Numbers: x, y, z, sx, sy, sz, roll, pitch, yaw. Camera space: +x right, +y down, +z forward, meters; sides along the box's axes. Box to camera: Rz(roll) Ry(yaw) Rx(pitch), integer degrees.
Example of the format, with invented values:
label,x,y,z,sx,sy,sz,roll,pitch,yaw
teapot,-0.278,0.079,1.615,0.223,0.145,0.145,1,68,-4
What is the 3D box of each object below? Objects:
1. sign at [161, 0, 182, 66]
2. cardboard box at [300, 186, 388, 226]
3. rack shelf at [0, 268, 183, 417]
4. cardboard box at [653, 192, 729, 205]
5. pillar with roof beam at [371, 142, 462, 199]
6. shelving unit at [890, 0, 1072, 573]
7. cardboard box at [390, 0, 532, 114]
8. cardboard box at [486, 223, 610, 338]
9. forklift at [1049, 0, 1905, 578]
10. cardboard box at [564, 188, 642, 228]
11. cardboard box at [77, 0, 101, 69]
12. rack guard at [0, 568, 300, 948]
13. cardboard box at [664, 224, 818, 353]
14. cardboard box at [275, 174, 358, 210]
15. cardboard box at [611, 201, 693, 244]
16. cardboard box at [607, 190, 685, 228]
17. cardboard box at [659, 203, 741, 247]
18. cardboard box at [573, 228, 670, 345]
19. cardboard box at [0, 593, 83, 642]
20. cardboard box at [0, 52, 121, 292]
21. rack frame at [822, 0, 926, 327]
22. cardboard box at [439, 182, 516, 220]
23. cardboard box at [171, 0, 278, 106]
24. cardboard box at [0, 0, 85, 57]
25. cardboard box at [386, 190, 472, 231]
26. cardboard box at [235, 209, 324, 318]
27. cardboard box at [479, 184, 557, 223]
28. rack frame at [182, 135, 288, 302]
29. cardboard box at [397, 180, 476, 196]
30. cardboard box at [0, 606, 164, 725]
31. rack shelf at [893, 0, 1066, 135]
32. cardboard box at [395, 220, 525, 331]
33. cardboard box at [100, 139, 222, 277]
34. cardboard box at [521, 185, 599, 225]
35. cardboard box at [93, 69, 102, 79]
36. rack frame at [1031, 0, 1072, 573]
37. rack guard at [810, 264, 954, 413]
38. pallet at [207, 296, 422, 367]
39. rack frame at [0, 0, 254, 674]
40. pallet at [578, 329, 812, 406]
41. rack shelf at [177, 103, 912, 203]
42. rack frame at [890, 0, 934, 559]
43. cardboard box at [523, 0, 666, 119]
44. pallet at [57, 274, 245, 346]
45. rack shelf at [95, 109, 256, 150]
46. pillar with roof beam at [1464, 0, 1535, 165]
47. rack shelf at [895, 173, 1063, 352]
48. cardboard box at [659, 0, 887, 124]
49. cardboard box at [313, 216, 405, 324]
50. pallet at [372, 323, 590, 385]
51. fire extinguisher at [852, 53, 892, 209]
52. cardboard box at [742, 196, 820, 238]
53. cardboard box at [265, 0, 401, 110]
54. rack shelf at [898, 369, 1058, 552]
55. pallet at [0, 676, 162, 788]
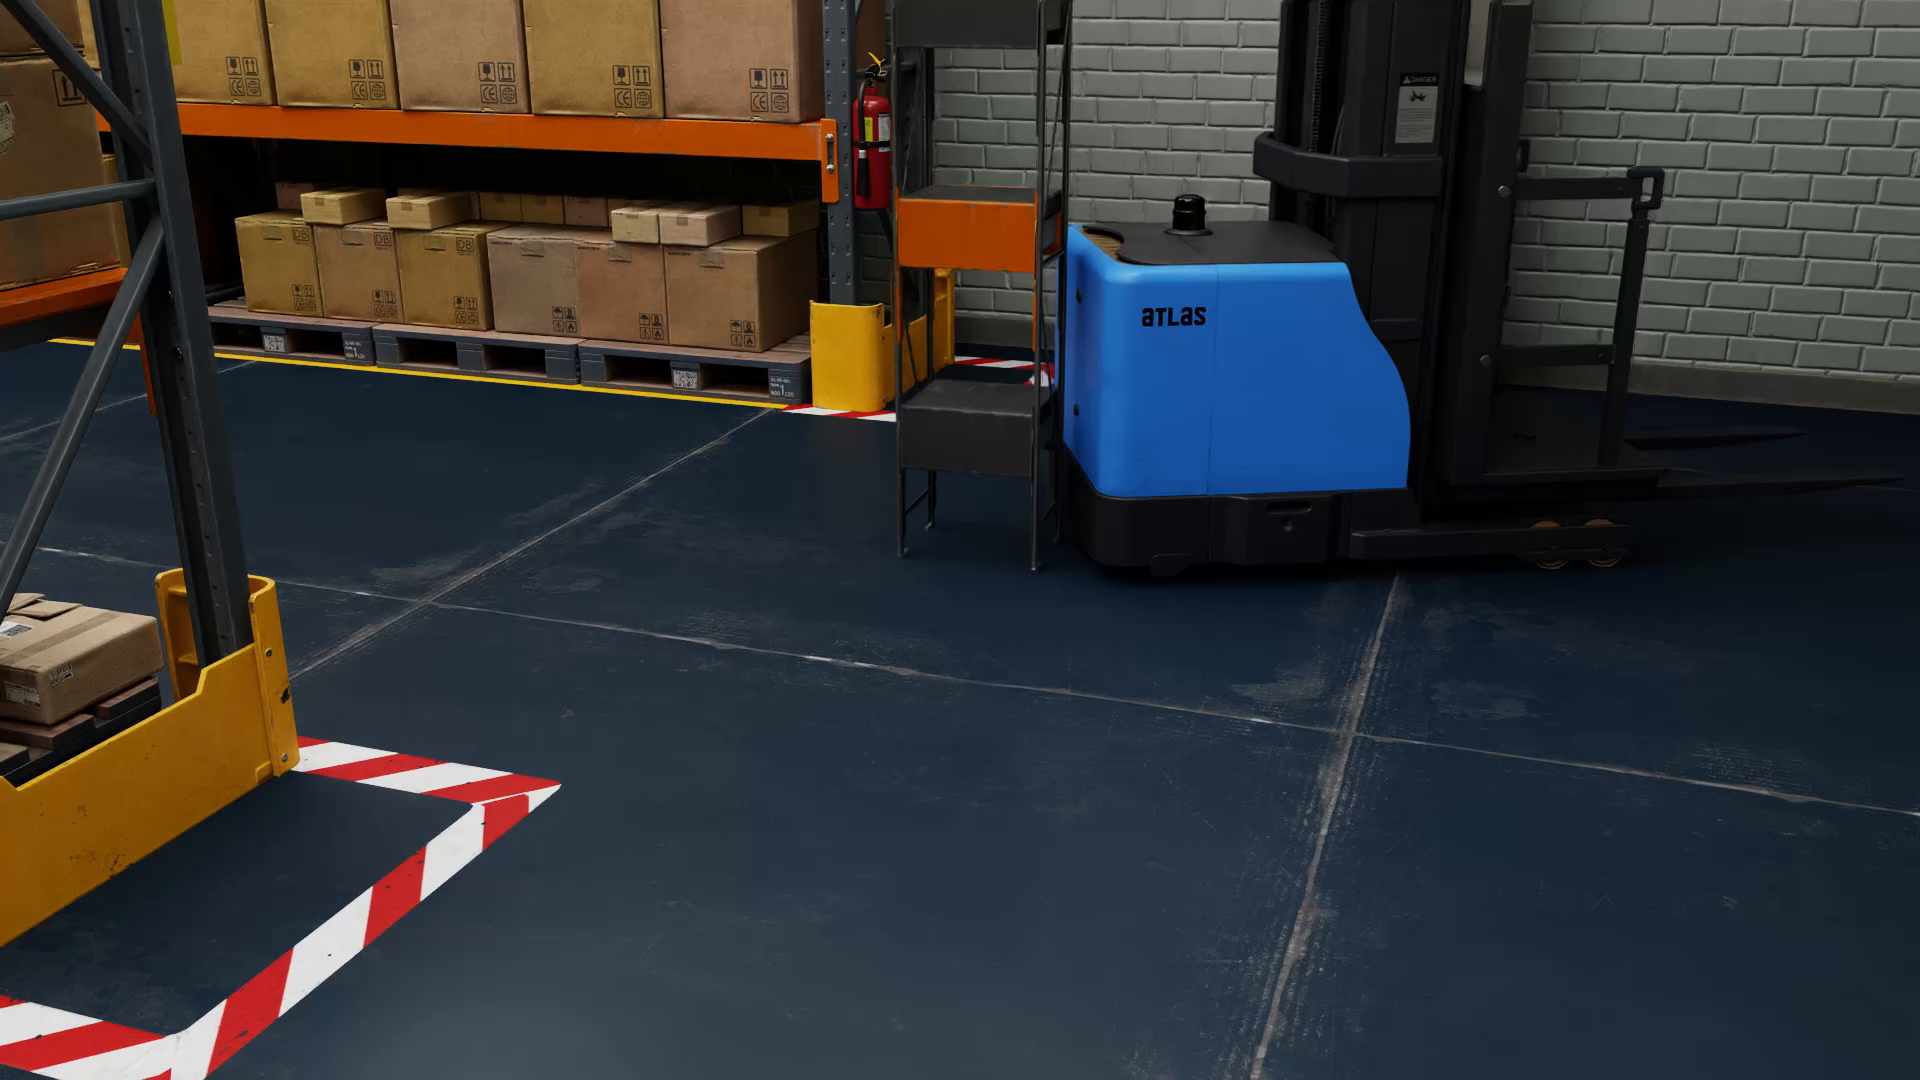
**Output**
label,x,y,z,sx,sy,sz,roll,pitch,yaw
sign,-1.832,-1.247,3.781,0.005,0.325,0.100,7,20,18
cardboard box,-3.230,-1.760,8.742,0.250,0.149,0.380,7,20,20
rack shelf,-3.899,-0.546,4.177,4.000,0.370,1.077,7,20,18
cardboard box,-1.377,-1.682,8.518,0.250,0.149,0.380,7,20,18
pillar with roof beam,-4.634,-4.330,4.826,0.400,9.000,9.100,7,20,18
shelving unit,0.075,-0.965,5.656,0.503,2.100,0.431,5,20,15
cardboard box,-2.281,-2.564,8.419,0.700,0.700,0.980,6,20,15
cardboard box,-2.029,-1.381,8.639,0.500,0.500,0.700,6,20,16
forklift,1.901,-1.452,5.788,3.031,2.935,1.130,-2,19,-7
cardboard box,-1.853,-1.736,8.674,0.250,0.149,0.380,7,20,19
cardboard box,-4.685,-2.811,8.948,0.500,0.500,0.500,6,20,17
rack guard,-2.081,0.503,3.874,0.348,0.500,1.175,7,20,18
cardboard box,-1.081,-1.272,8.329,0.500,0.500,0.700,7,20,18
cardboard box,-3.565,-1.931,9.233,0.250,0.149,0.380,6,20,18
cardboard box,-1.504,-1.563,8.178,0.250,0.149,0.380,7,20,20
cardboard box,-1.613,-1.709,8.596,0.250,0.149,0.380,7,20,19
cardboard box,-1.263,-1.536,8.099,0.250,0.149,0.380,6,20,17
cardboard box,-1.554,-1.326,8.484,0.500,0.500,0.700,6,20,18
cardboard box,-2.528,0.282,4.347,0.250,0.166,0.380,7,20,18
cardboard box,-2.342,-0.846,3.795,0.500,0.500,0.500,7,20,19
rack frame,-0.387,-2.210,7.859,0.127,3.000,1.000,7,20,18
cardboard box,-2.579,-1.819,8.911,0.250,0.149,0.380,7,20,19
cardboard box,-3.659,-2.720,8.866,0.700,0.700,0.980,7,20,19
cardboard box,-2.342,-1.319,3.631,0.500,0.500,0.500,7,20,20
cardboard box,-2.736,-1.704,8.580,0.250,0.149,0.380,6,20,17
cardboard box,-3.493,-1.547,9.118,0.500,0.500,0.700,7,20,19
cardboard box,-2.335,-1.791,8.832,0.250,0.149,0.380,6,20,17
rack frame,-4.166,-2.642,9.098,0.127,3.000,1.000,7,20,18
cardboard box,-2.817,-1.846,8.990,0.250,0.149,0.380,6,20,16
cardboard box,-2.292,0.317,4.272,0.250,0.149,0.380,7,20,18
rack shelf,0.075,-1.613,5.430,0.480,0.518,0.431,5,20,15
cardboard box,-2.536,-1.436,8.798,0.500,0.500,0.700,7,20,19
cardboard box,-4.823,-1.855,9.469,0.750,0.750,0.750,7,20,19
cardboard box,-2.096,-1.764,8.753,0.250,0.149,0.380,7,20,19
cardboard box,-4.578,-2.481,8.989,0.250,0.149,0.380,7,20,19
rack frame,0.310,-0.943,5.591,0.015,2.100,0.400,5,20,15
rack guard,-0.365,-1.027,8.263,0.348,0.500,1.175,7,20,18
pallet,-3.473,-1.219,9.252,1.213,0.211,1.003,7,20,18
rack frame,-2.010,-0.669,3.439,0.127,3.000,1.000,7,20,18
pallet,-1.168,-0.955,8.496,1.213,0.211,1.003,7,20,18
rack shelf,-2.277,-2.086,8.597,4.000,0.370,1.077,7,20,18
rack frame,-0.159,-0.988,5.720,0.015,2.100,0.400,5,20,15
cardboard box,-1.563,-2.479,8.174,0.700,0.700,0.980,6,20,18
pallet,-4.920,-1.385,9.729,1.213,0.211,1.003,7,20,18
rack shelf,-6.055,-2.518,9.837,4.000,0.370,1.077,7,20,18
pillar with roof beam,1.034,-3.682,2.966,0.400,9.000,9.100,7,20,18
rack shelf,0.075,-0.952,5.660,0.480,0.518,0.431,5,20,15
cardboard box,-0.872,-2.404,7.959,0.700,0.700,0.980,7,21,21
cardboard box,-3.020,-1.492,8.959,0.500,0.500,0.700,6,20,18
pallet,-2.317,-1.088,8.876,1.213,0.211,1.003,7,20,18
fire extinguisher,-0.396,-1.838,7.475,0.183,0.674,0.296,7,20,18
cardboard box,-0.898,-1.627,8.362,0.250,0.149,0.380,7,20,18
cardboard box,-2.971,-2.639,8.635,0.700,0.700,0.980,6,20,17
rack shelf,0.075,-0.291,5.890,0.480,0.518,0.431,5,20,15
pallet,-2.835,0.554,4.168,1.213,0.211,1.003,7,20,18
